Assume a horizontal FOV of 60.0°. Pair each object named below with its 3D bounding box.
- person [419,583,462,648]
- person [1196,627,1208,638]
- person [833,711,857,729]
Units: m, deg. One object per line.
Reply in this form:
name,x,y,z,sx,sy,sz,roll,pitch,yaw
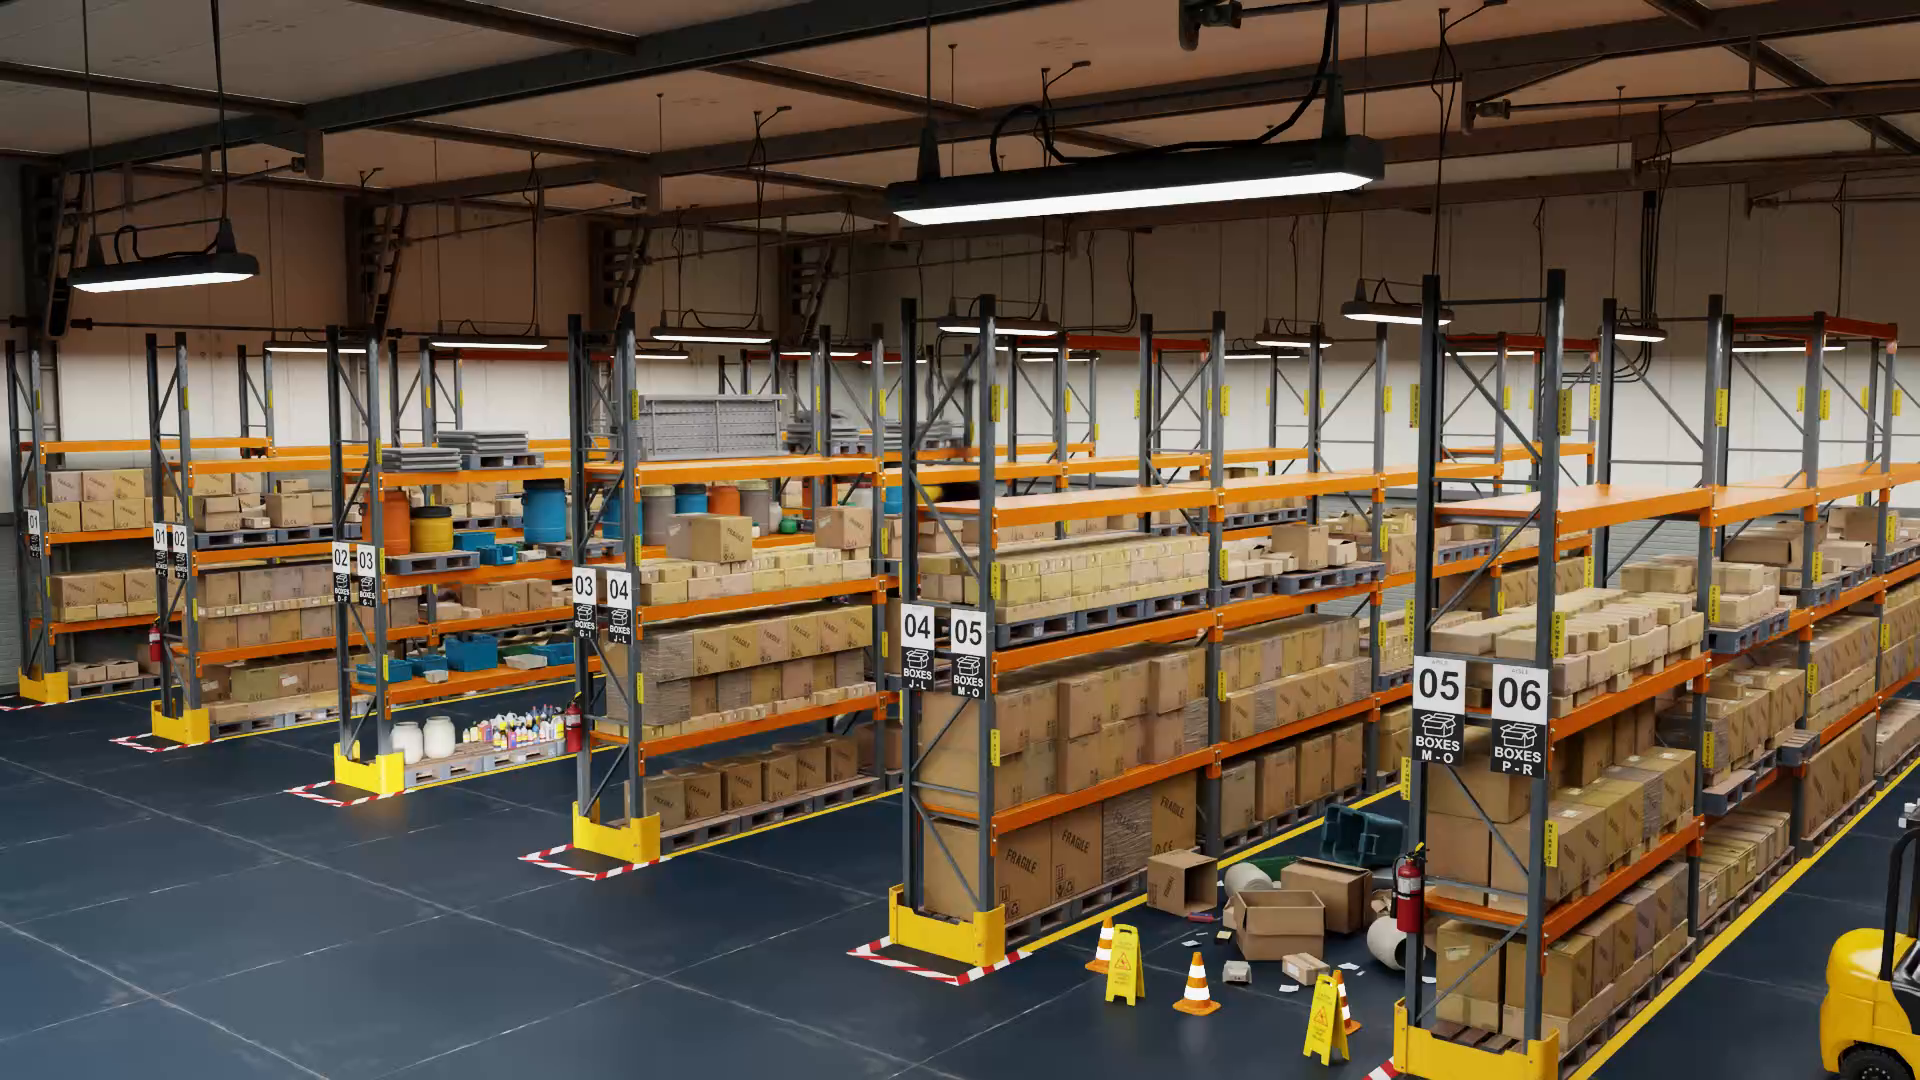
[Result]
person,-9.630,1.519,30.876,0.711,1.764,0.918,2,6,25
person,3.649,2.098,25.061,0.588,1.628,0.758,3,6,34
person,-1.724,1.974,25.731,0.683,1.772,0.969,2,6,23
